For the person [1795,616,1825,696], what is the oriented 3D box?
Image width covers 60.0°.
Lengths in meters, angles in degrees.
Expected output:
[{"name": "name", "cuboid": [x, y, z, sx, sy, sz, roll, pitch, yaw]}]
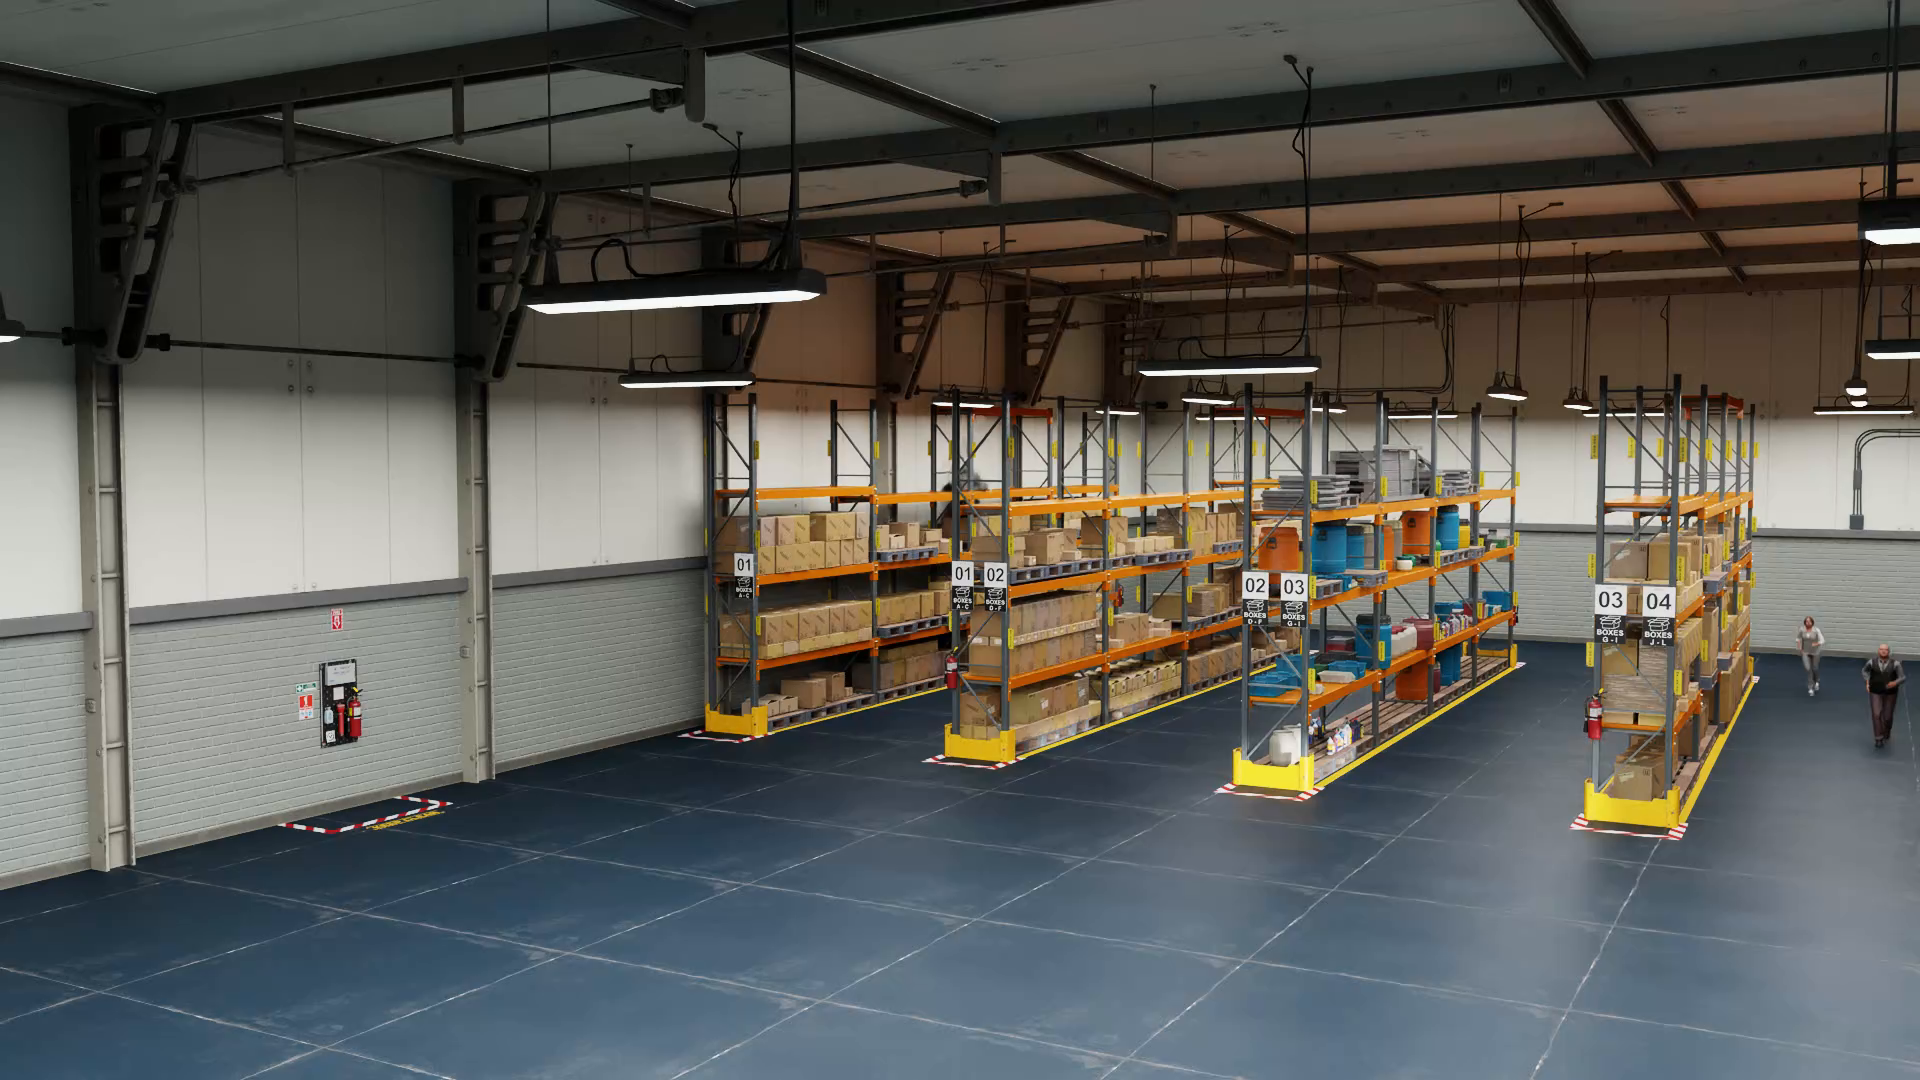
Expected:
[{"name": "person", "cuboid": [17.444, 2.362, 34.151, 0.546, 1.606, 0.777, 2, 4, 30]}]

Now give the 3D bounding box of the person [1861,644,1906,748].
[{"name": "person", "cuboid": [15.595, 2.613, 28.098, 0.671, 1.709, 0.913, 2, 4, 30]}]
